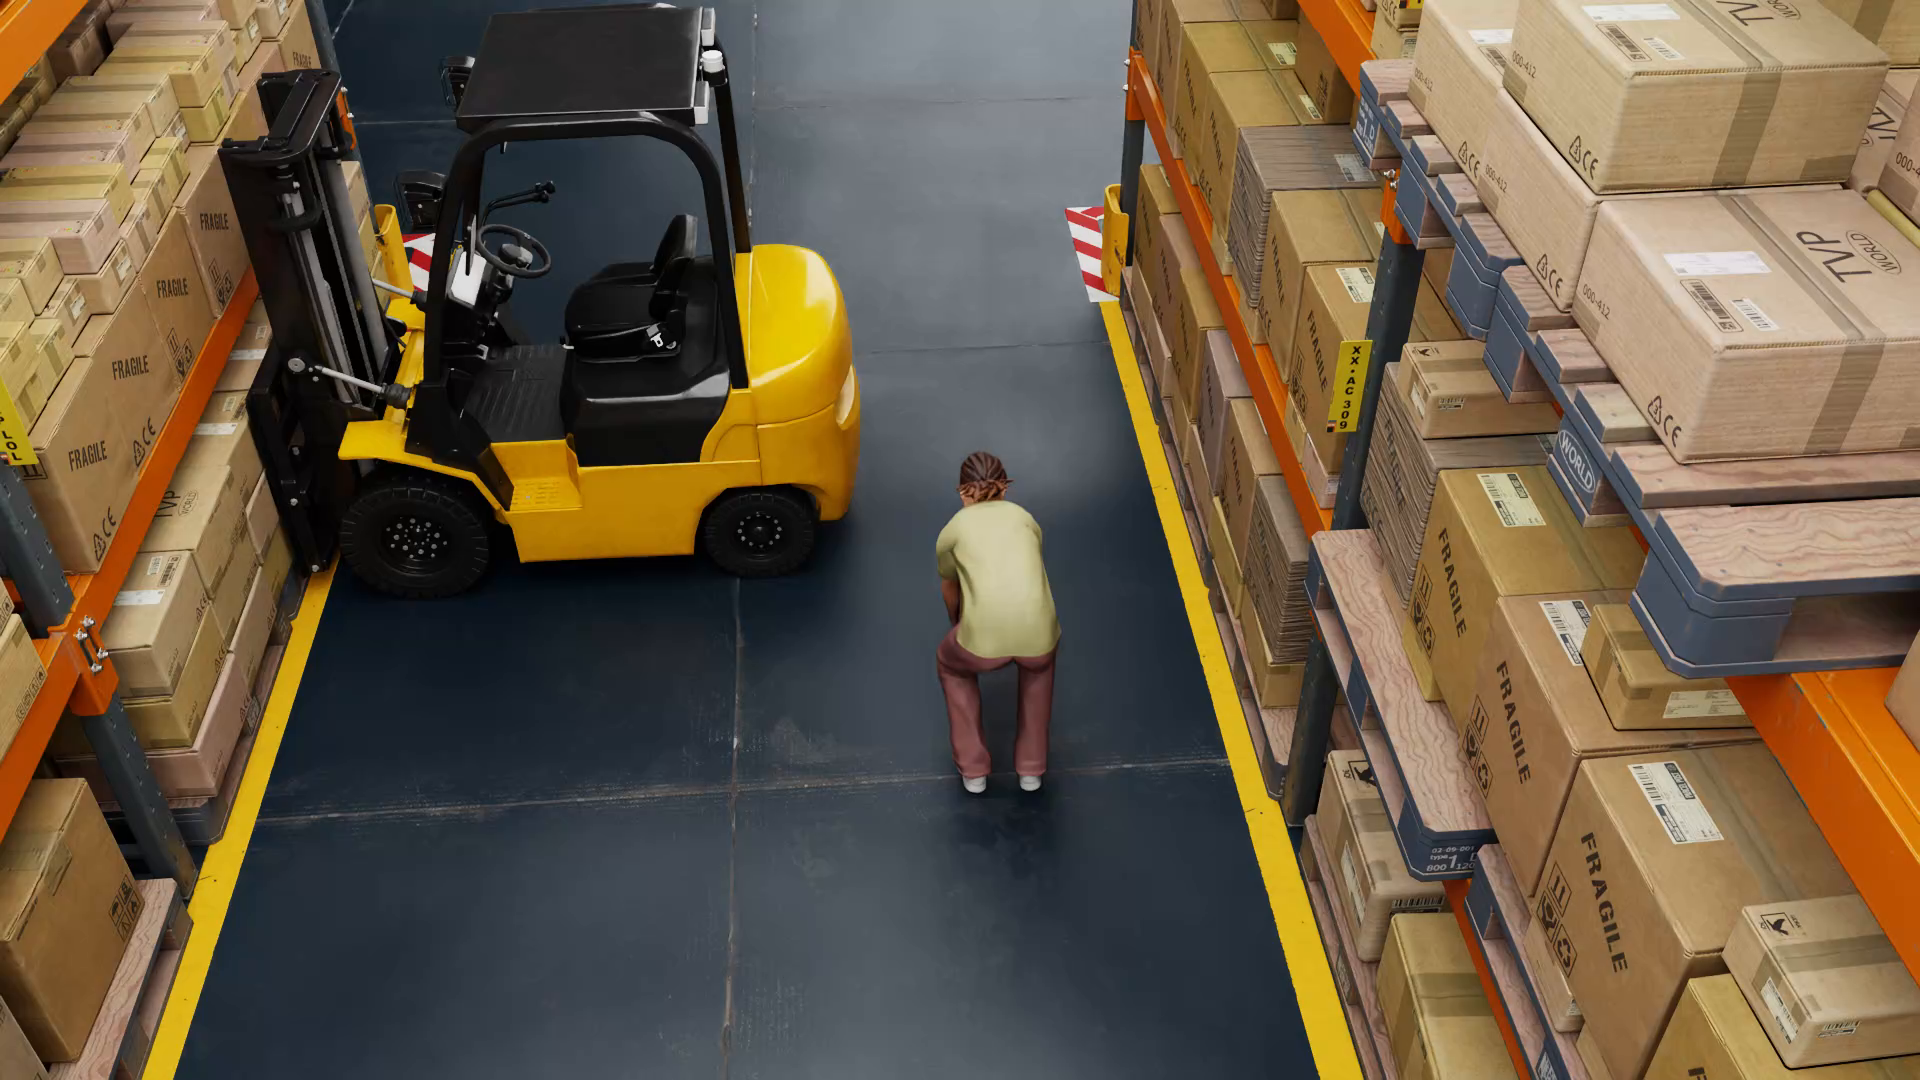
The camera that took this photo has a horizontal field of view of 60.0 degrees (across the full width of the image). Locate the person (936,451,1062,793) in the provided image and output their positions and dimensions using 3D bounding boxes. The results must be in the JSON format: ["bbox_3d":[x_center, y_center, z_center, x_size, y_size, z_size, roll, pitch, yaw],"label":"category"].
[{"bbox_3d":[0.129,0.319,6.204,0.450,1.121,0.858,-5,40,-6],"label":"person"}]
